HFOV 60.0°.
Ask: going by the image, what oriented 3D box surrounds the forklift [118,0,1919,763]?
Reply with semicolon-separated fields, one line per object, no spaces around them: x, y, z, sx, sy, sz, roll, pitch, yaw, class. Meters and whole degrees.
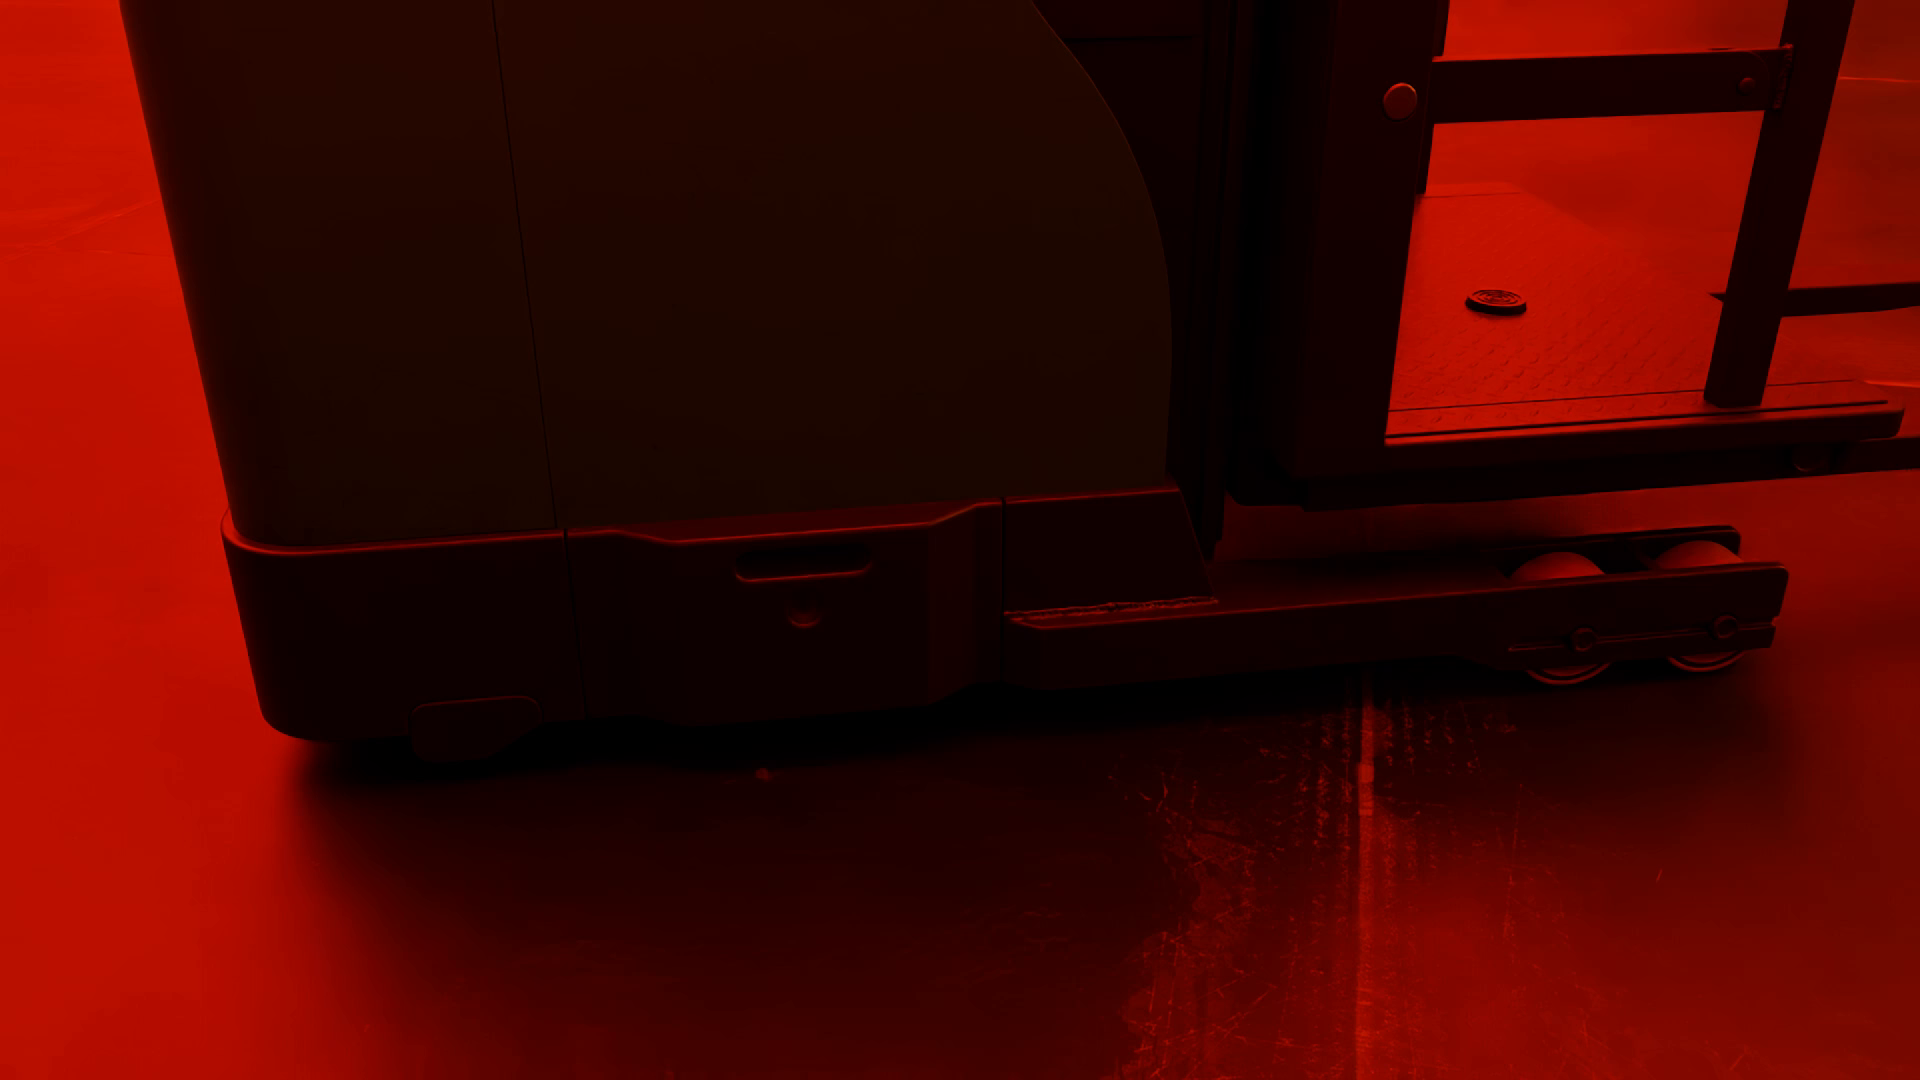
0.600;-1.354;1.930;3.031;2.935;1.130;-4;27;-9;forklift
